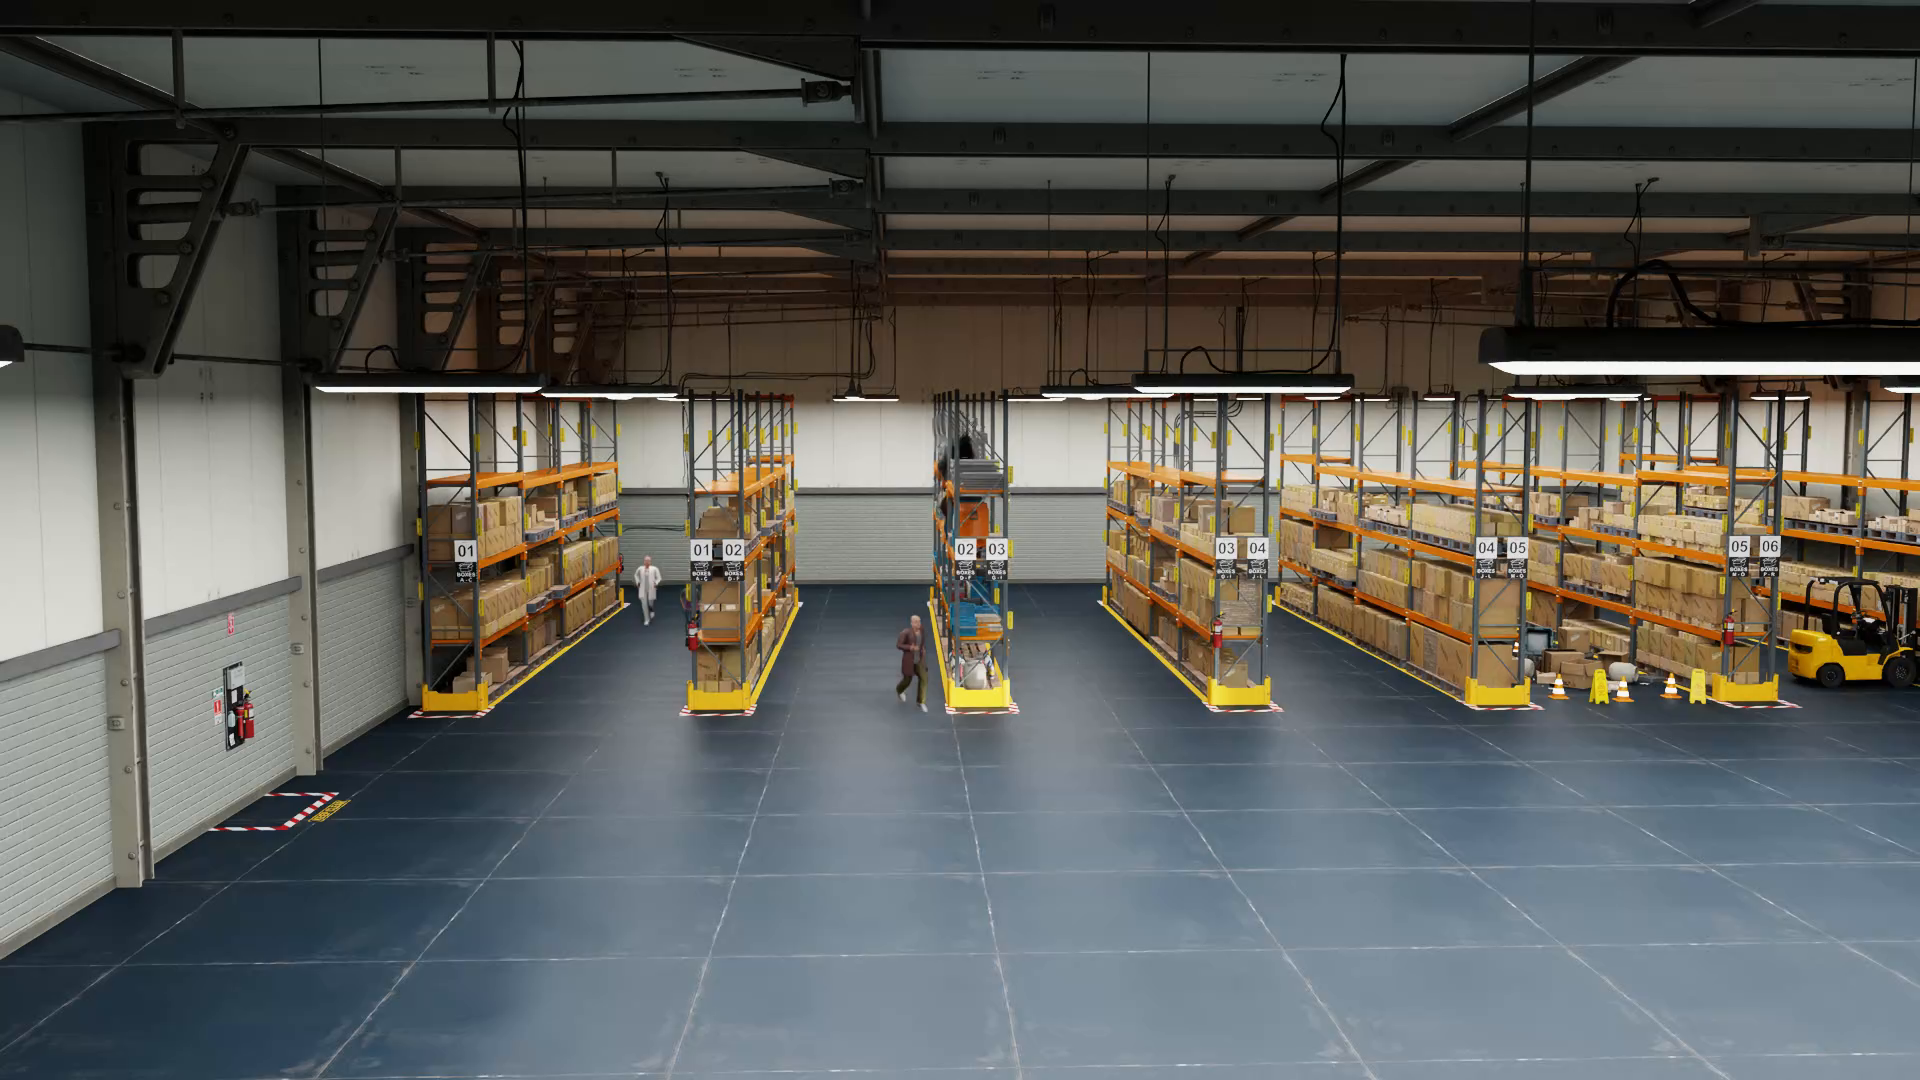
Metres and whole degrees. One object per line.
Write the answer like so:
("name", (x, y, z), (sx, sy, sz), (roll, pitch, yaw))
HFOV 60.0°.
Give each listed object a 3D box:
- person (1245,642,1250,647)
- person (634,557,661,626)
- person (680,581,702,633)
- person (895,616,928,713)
("person", (6.817, 1.707, 39.396), (0.563, 1.609, 0.588), (-1, 5, -9))
("person", (-8.170, 1.316, 43.476), (0.711, 1.765, 0.880), (0, 5, -4))
("person", (-6.433, 1.723, 39.967), (0.556, 1.548, 0.890), (0, 5, 6))
("person", (-0.913, 2.305, 31.319), (0.723, 1.803, 1.088), (-3, 5, -31))
